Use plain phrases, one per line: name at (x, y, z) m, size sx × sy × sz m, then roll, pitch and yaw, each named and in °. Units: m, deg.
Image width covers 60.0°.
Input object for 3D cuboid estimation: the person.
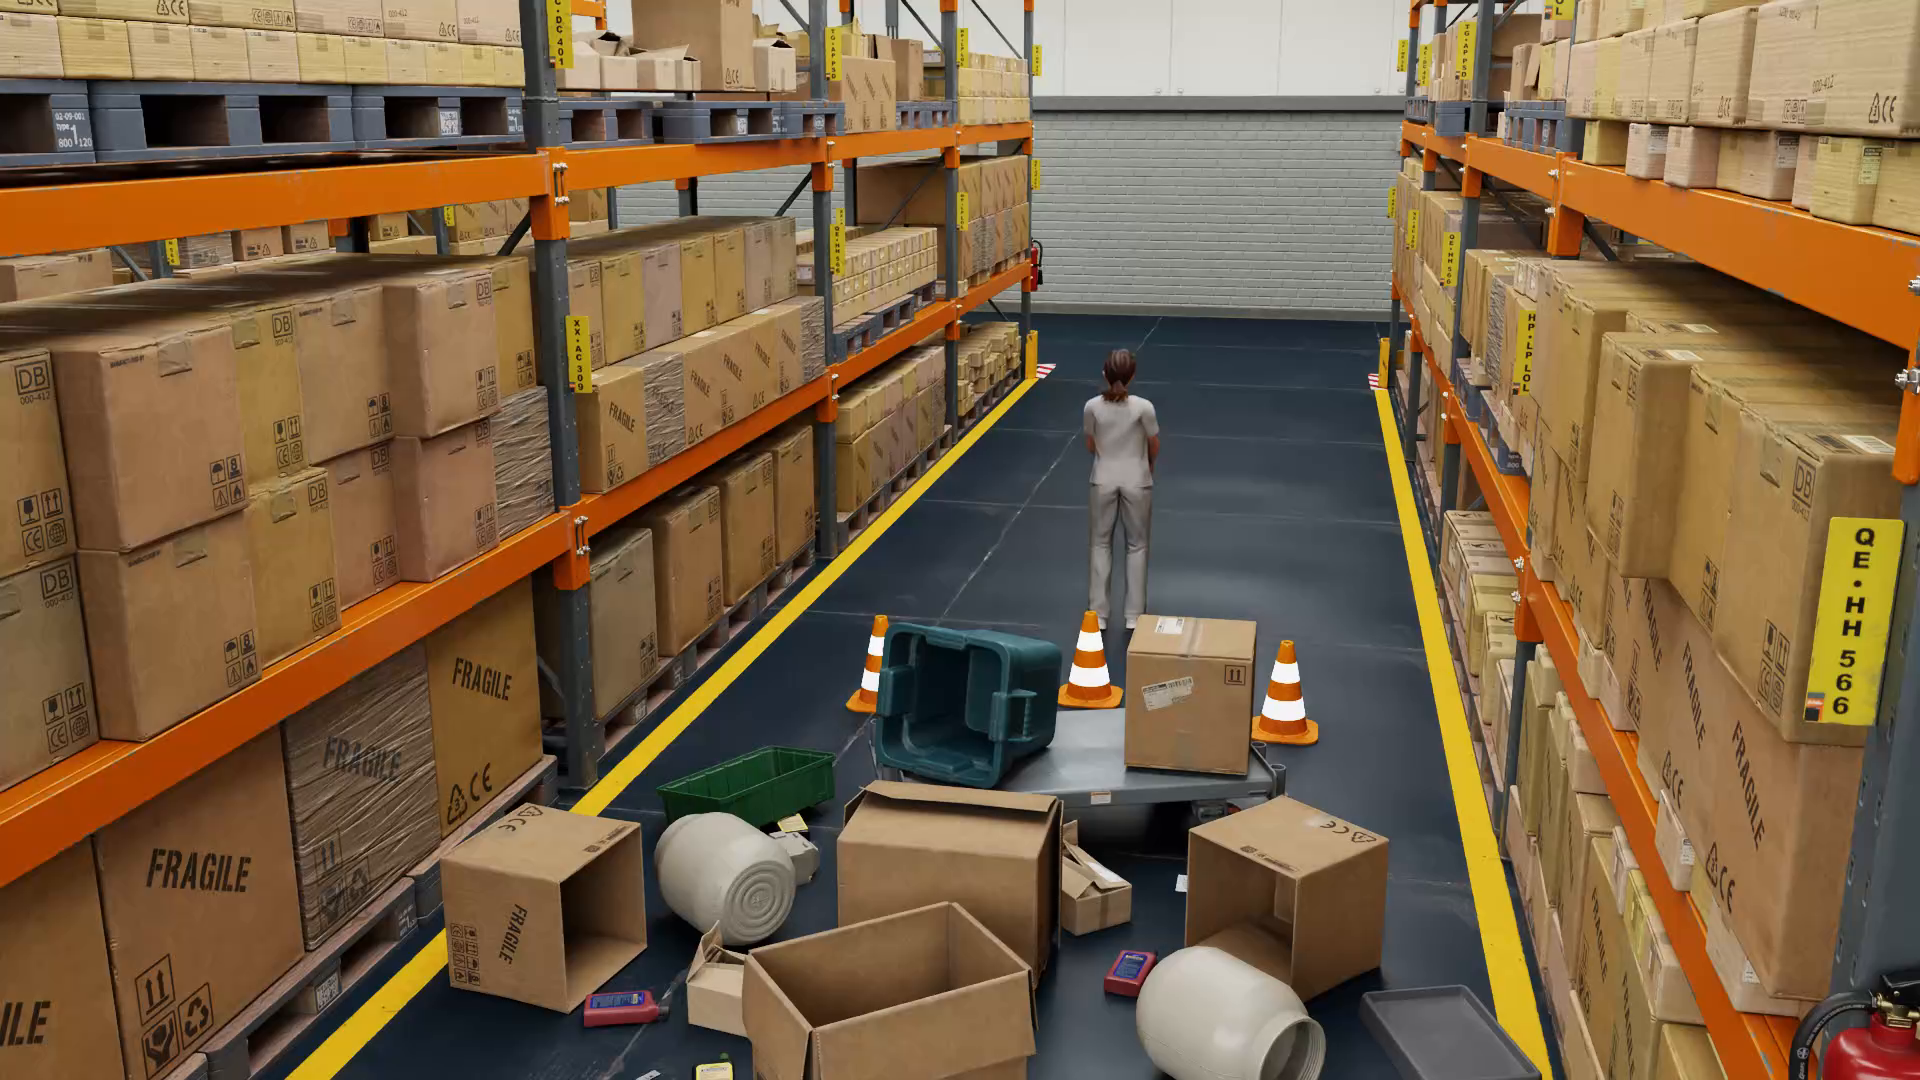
person at (0.940, -0.305, 9.699) m, size 0.437 × 1.662 × 0.555 m, roll 3°, pitch 15°, yaw 12°
